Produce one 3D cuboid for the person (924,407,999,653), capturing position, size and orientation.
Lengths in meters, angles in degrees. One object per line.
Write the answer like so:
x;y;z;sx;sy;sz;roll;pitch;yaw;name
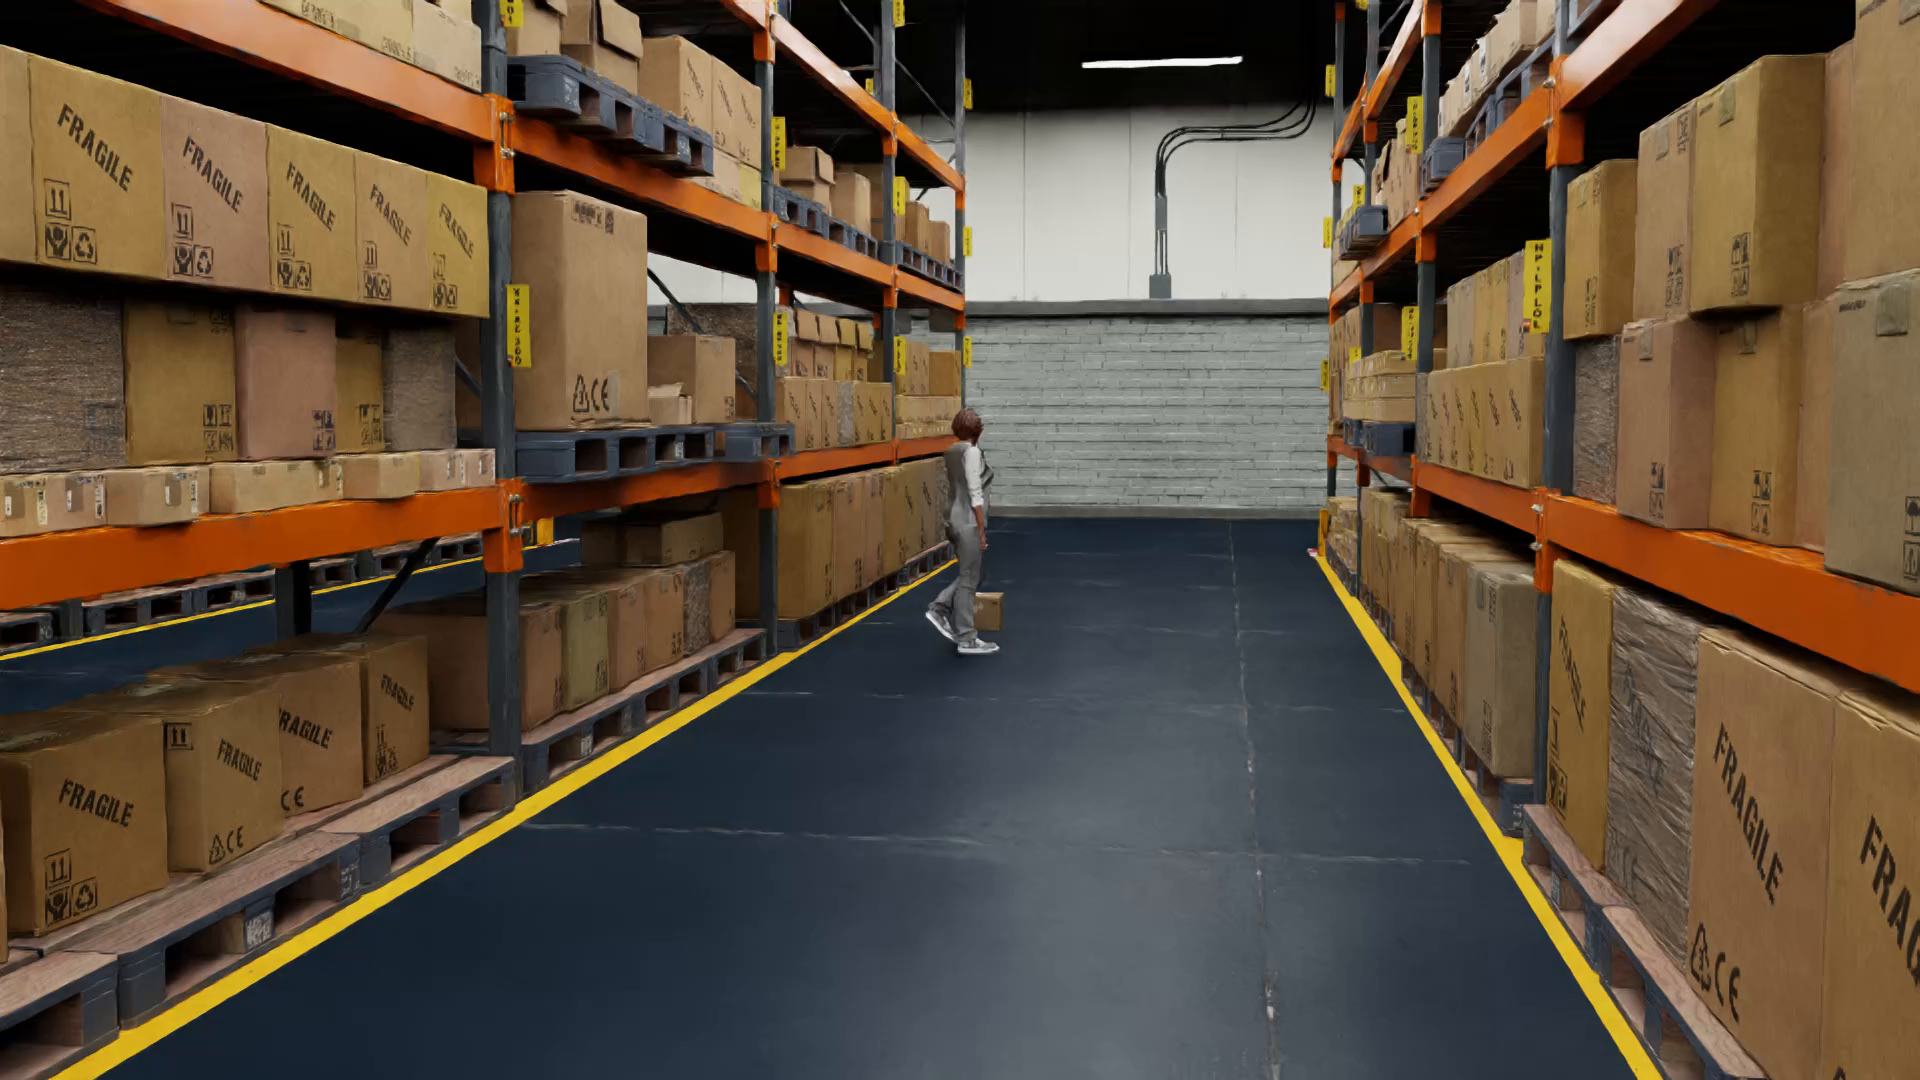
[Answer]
0.005;-0.066;10.839;0.439;1.573;0.511;-2;5;-19;person
